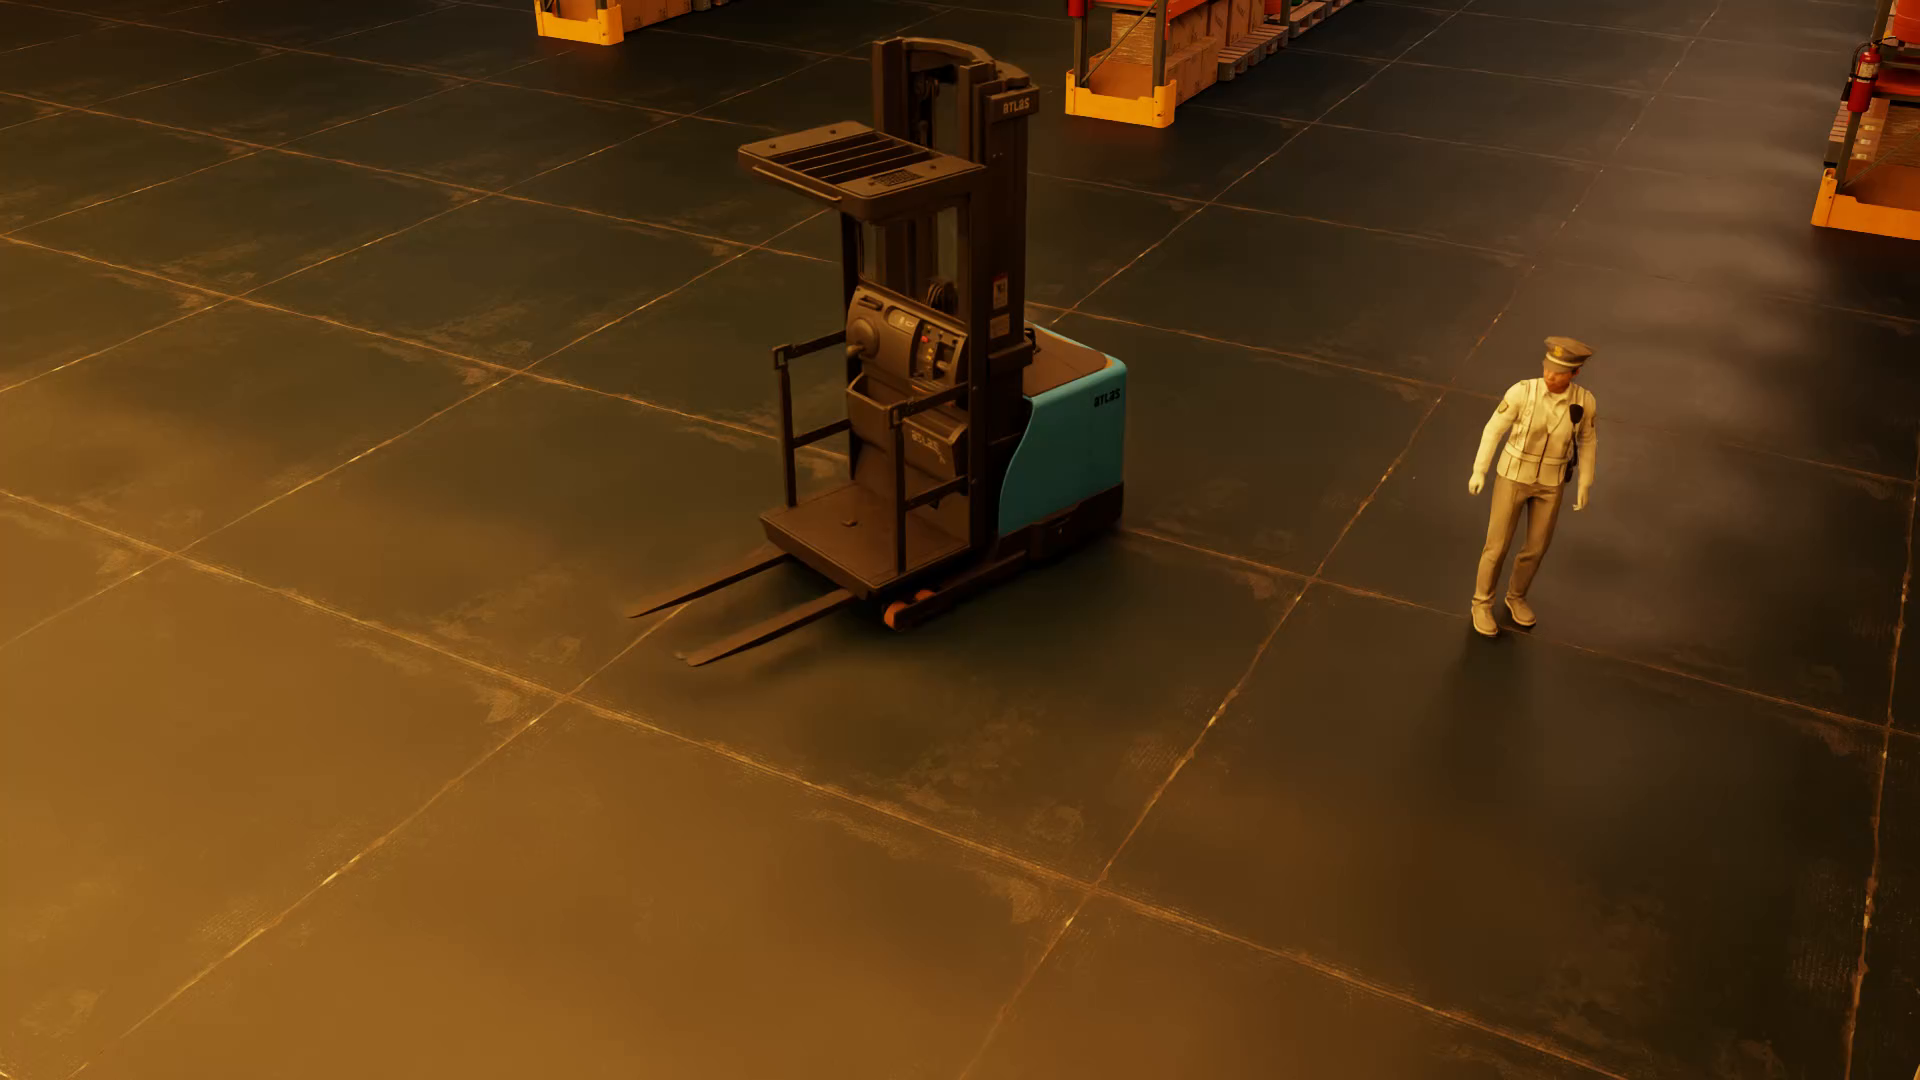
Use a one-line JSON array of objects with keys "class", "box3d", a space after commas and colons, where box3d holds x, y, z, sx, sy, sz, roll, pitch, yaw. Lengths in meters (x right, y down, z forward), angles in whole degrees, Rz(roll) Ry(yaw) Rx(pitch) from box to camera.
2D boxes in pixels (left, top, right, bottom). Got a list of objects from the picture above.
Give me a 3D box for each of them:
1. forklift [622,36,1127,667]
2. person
[{"class": "forklift", "box3d": [-0.452, -1.060, 8.908, 3.031, 2.935, 1.130, -24, 38, -35]}, {"class": "person", "box3d": [3.039, -0.283, 8.827, 0.630, 1.670, 0.412, 3, 30, 5]}]
